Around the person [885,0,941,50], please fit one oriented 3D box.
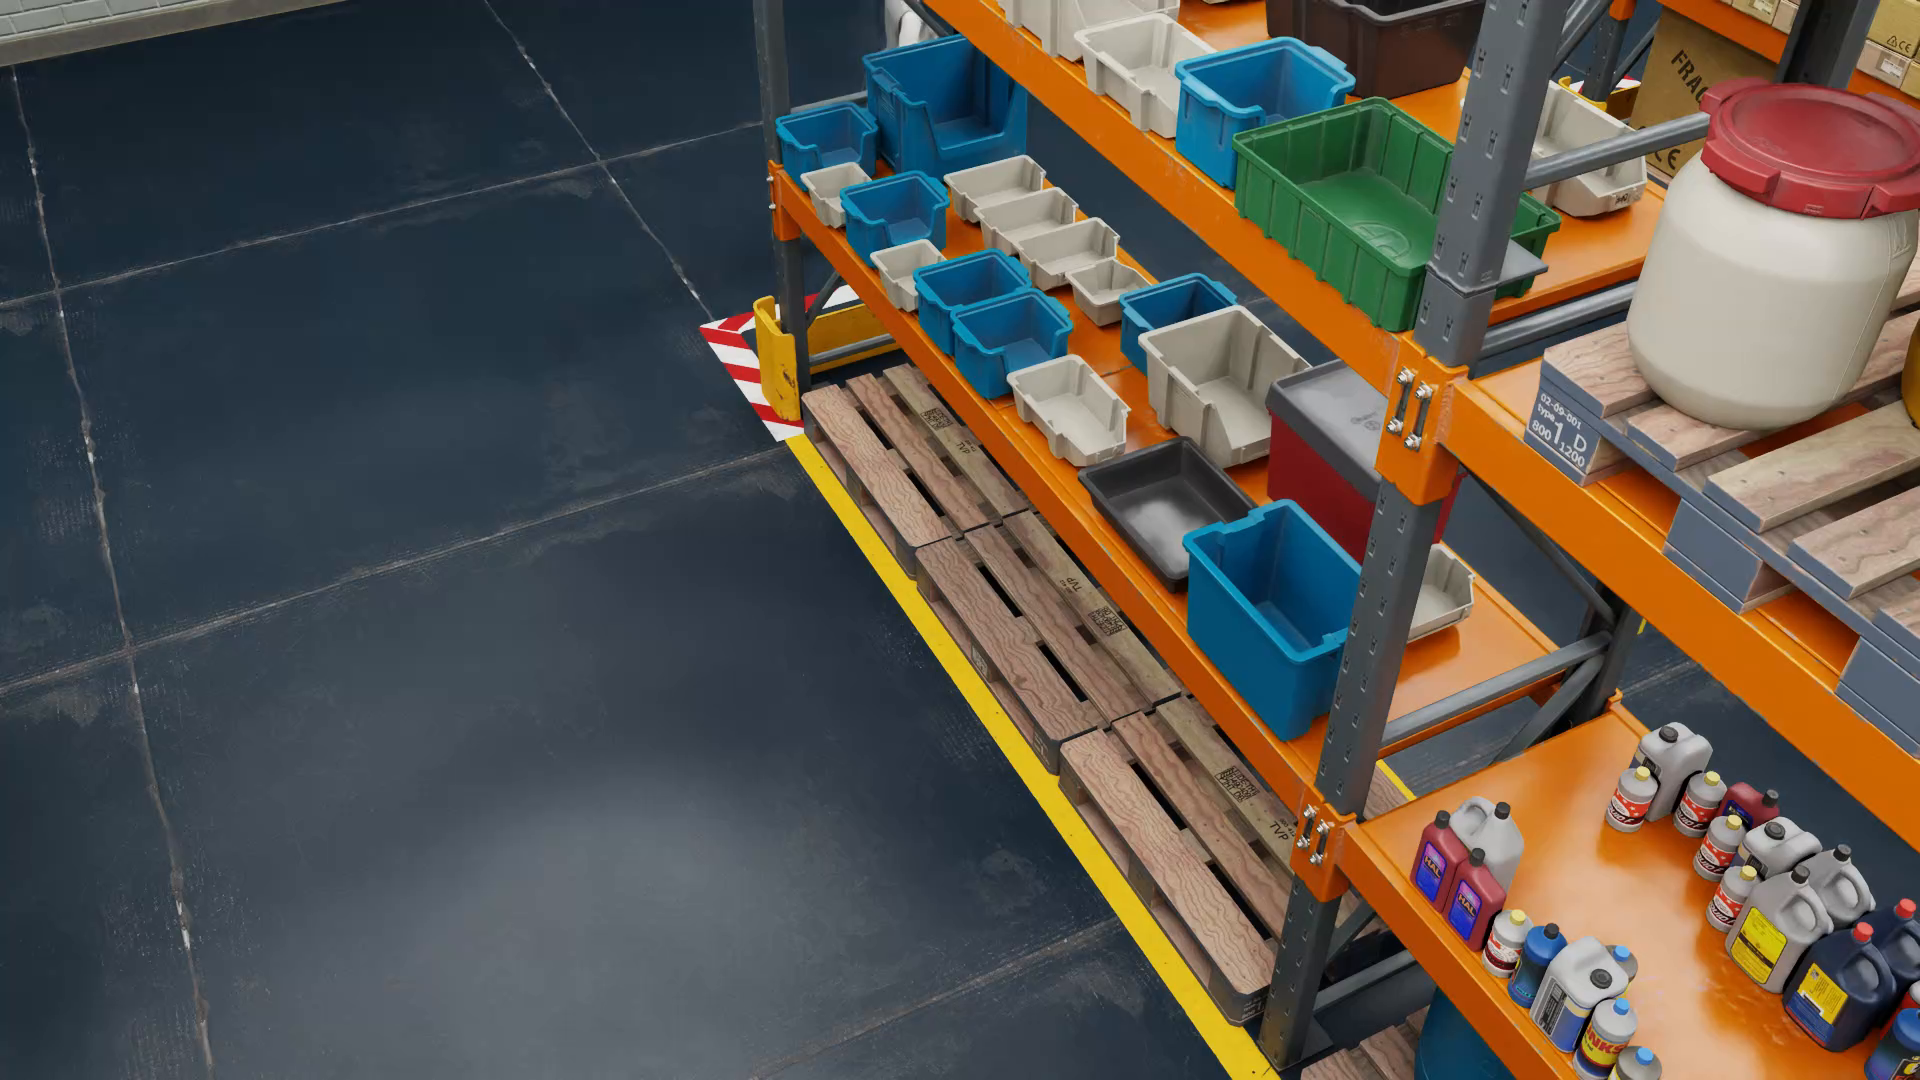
[{"bbox_3d":[-0.335,-2.322,8.741,0.630,1.570,0.499,-10,43,-11],"label":"person"}]
